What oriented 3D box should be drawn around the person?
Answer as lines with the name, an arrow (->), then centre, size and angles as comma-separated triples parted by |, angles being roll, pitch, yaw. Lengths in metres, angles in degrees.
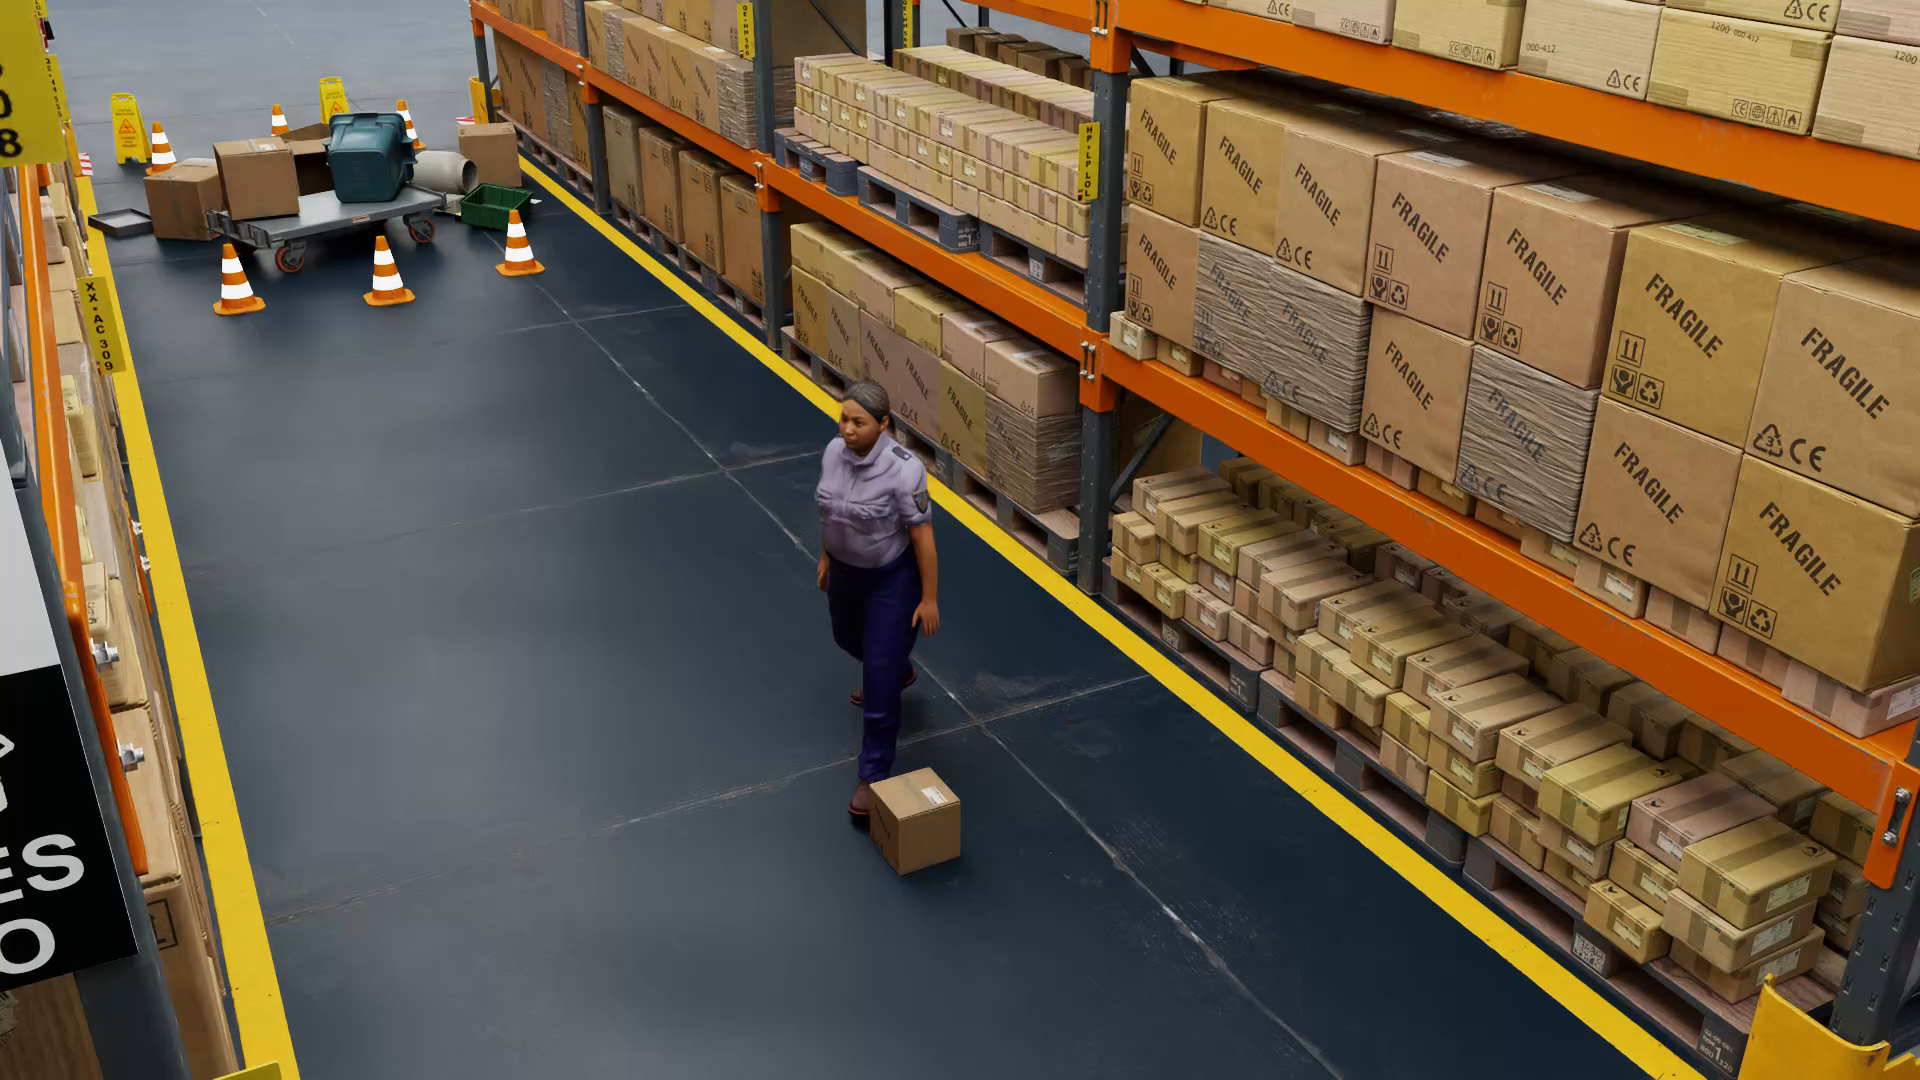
person -> -0.326, 0.127, 6.362 | 0.657, 1.613, 0.859 | 18, 31, 33
